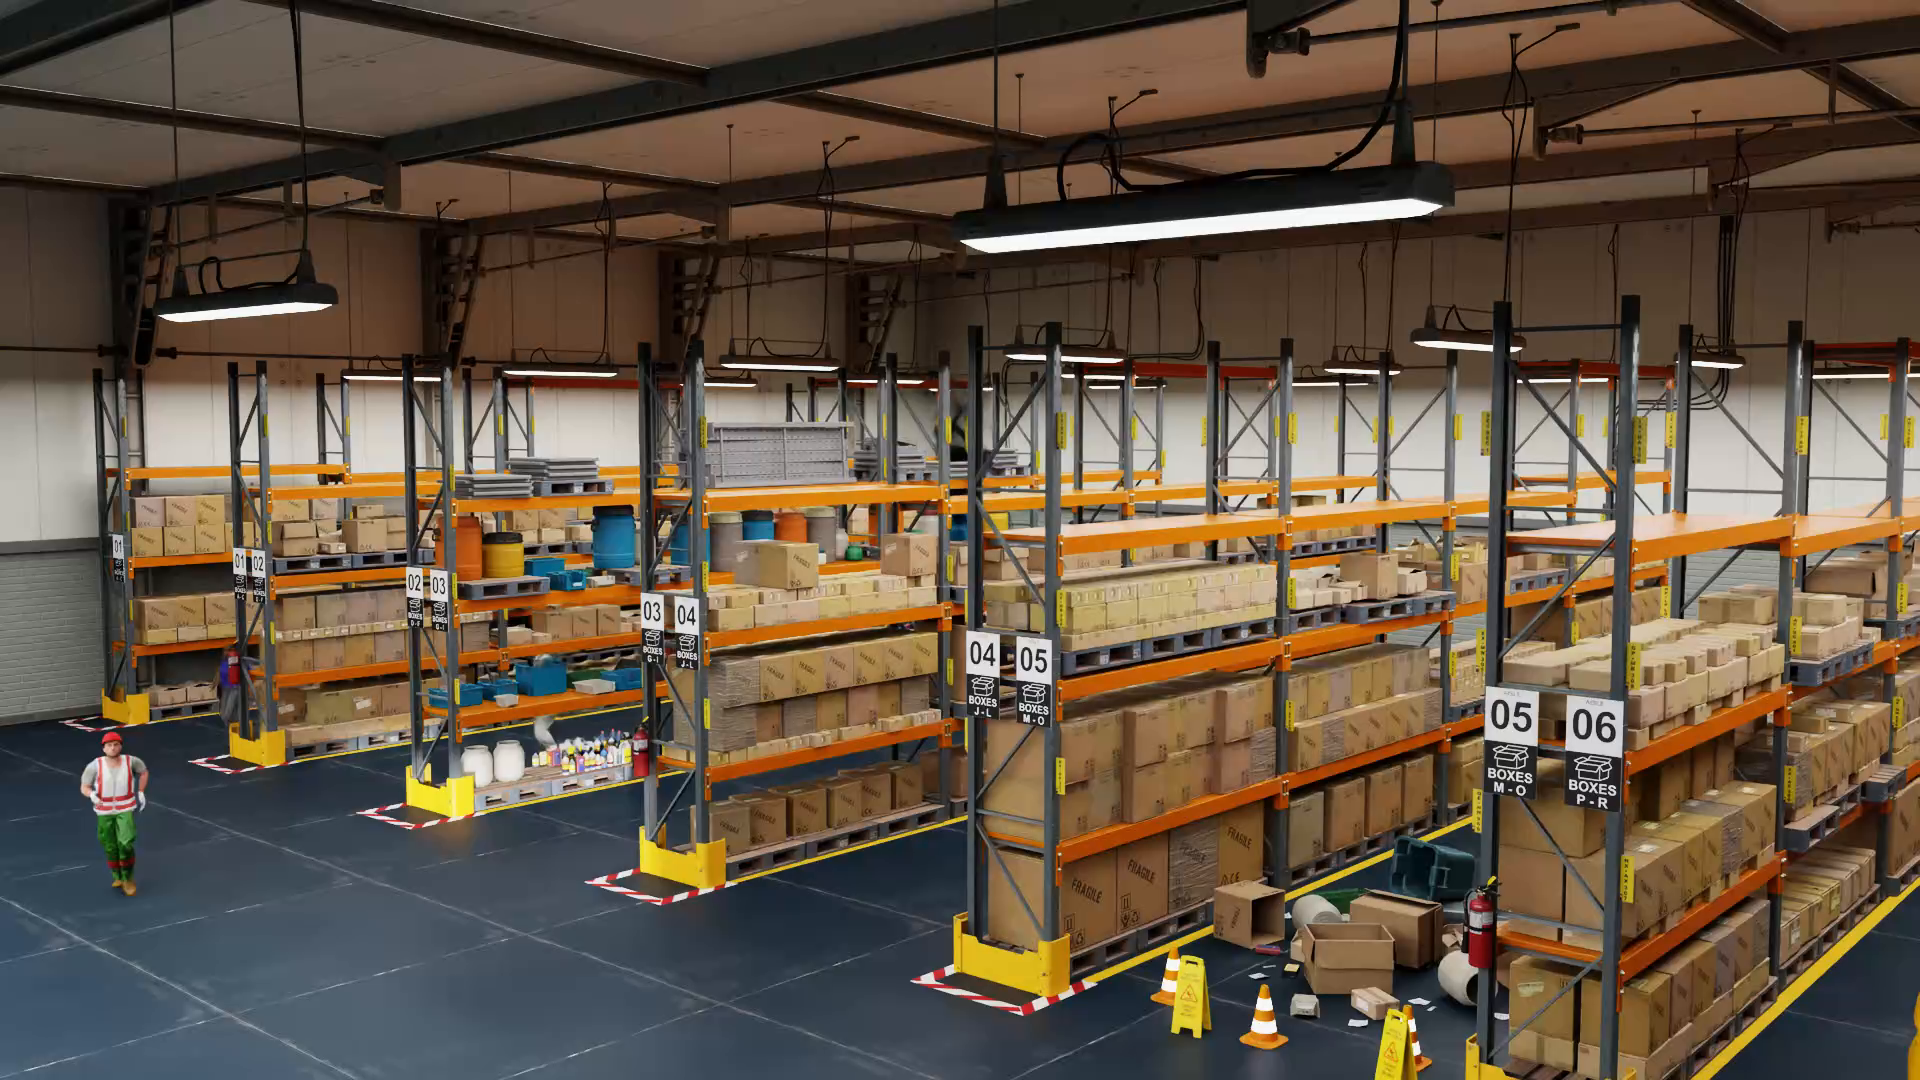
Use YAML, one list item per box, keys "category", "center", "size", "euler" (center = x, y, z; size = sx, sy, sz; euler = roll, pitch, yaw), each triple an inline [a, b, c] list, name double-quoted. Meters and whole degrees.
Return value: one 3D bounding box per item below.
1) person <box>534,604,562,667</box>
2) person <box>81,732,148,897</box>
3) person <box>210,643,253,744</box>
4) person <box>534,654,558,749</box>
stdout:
- category: "person"
  center: [-7.581, 2.015, 30.771]
  size: [0.656, 1.824, 0.744]
  euler: [3, 5, 34]
- category: "person"
  center: [-9.123, 2.964, 17.945]
  size: [0.639, 1.802, 0.717]
  euler: [-2, 5, -22]
- category: "person"
  center: [-11.474, 2.428, 26.186]
  size: [0.618, 1.610, 0.579]
  euler: [2, 5, 27]
- category: "person"
  center: [-6.197, 2.527, 24.741]
  size: [0.589, 1.652, 0.596]
  euler: [3, 5, 39]
